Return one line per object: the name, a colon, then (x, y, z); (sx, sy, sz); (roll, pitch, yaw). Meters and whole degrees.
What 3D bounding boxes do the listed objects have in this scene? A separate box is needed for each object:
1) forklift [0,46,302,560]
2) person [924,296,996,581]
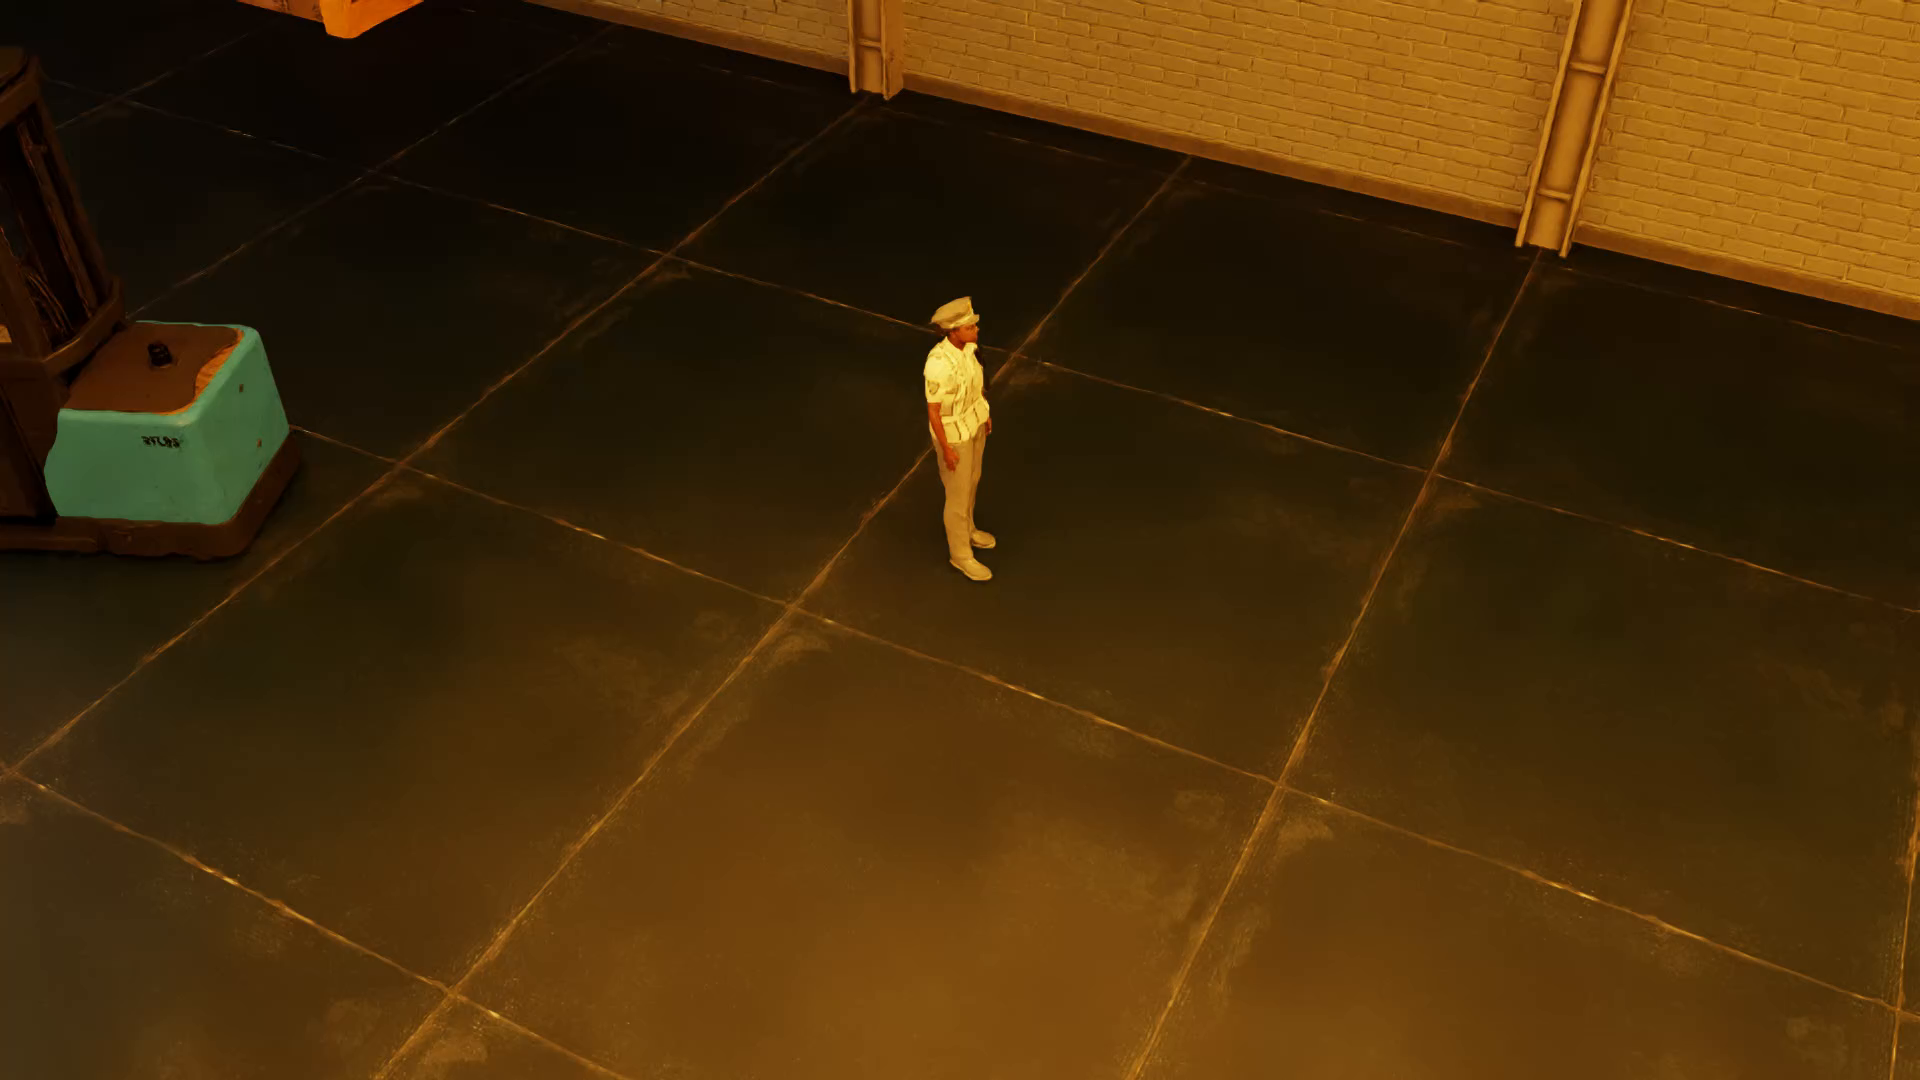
forklift: (-5.803, -1.382, 9.628); (3.031, 2.935, 1.130); (3, 40, 4)
person: (0.058, -0.620, 9.671); (0.529, 1.695, 0.570); (18, 43, 21)
